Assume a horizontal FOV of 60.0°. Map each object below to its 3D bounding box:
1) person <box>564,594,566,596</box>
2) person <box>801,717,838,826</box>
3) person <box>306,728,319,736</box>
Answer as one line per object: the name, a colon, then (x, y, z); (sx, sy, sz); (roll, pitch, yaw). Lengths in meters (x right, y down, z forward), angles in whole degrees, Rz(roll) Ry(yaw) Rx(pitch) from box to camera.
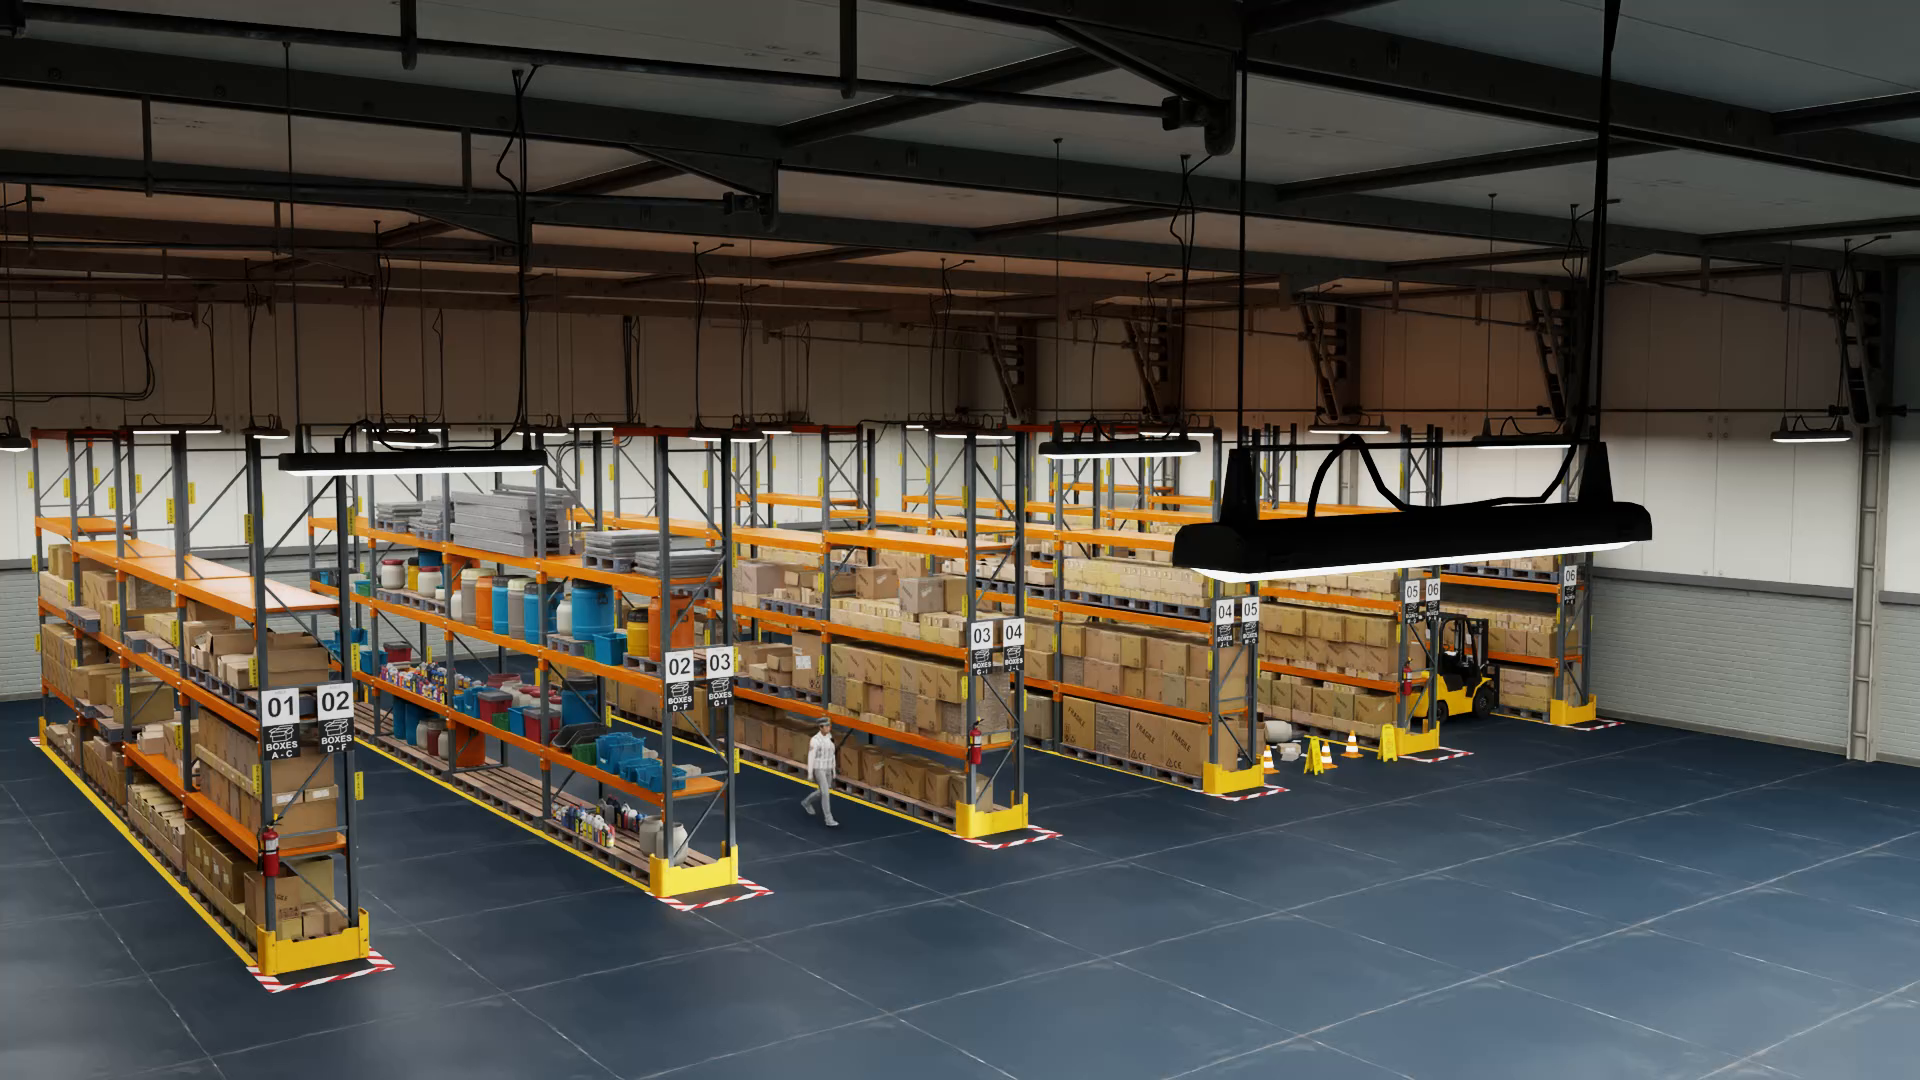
person: (-10.018, 2.184, 41.756); (0.630, 1.749, 0.837); (2, 5, 21)
person: (-2.129, 3.506, 25.502); (0.929, 1.633, 0.516); (3, 6, 37)
person: (-10.137, 3.437, 25.783); (0.800, 1.794, 0.612); (4, 6, 43)
